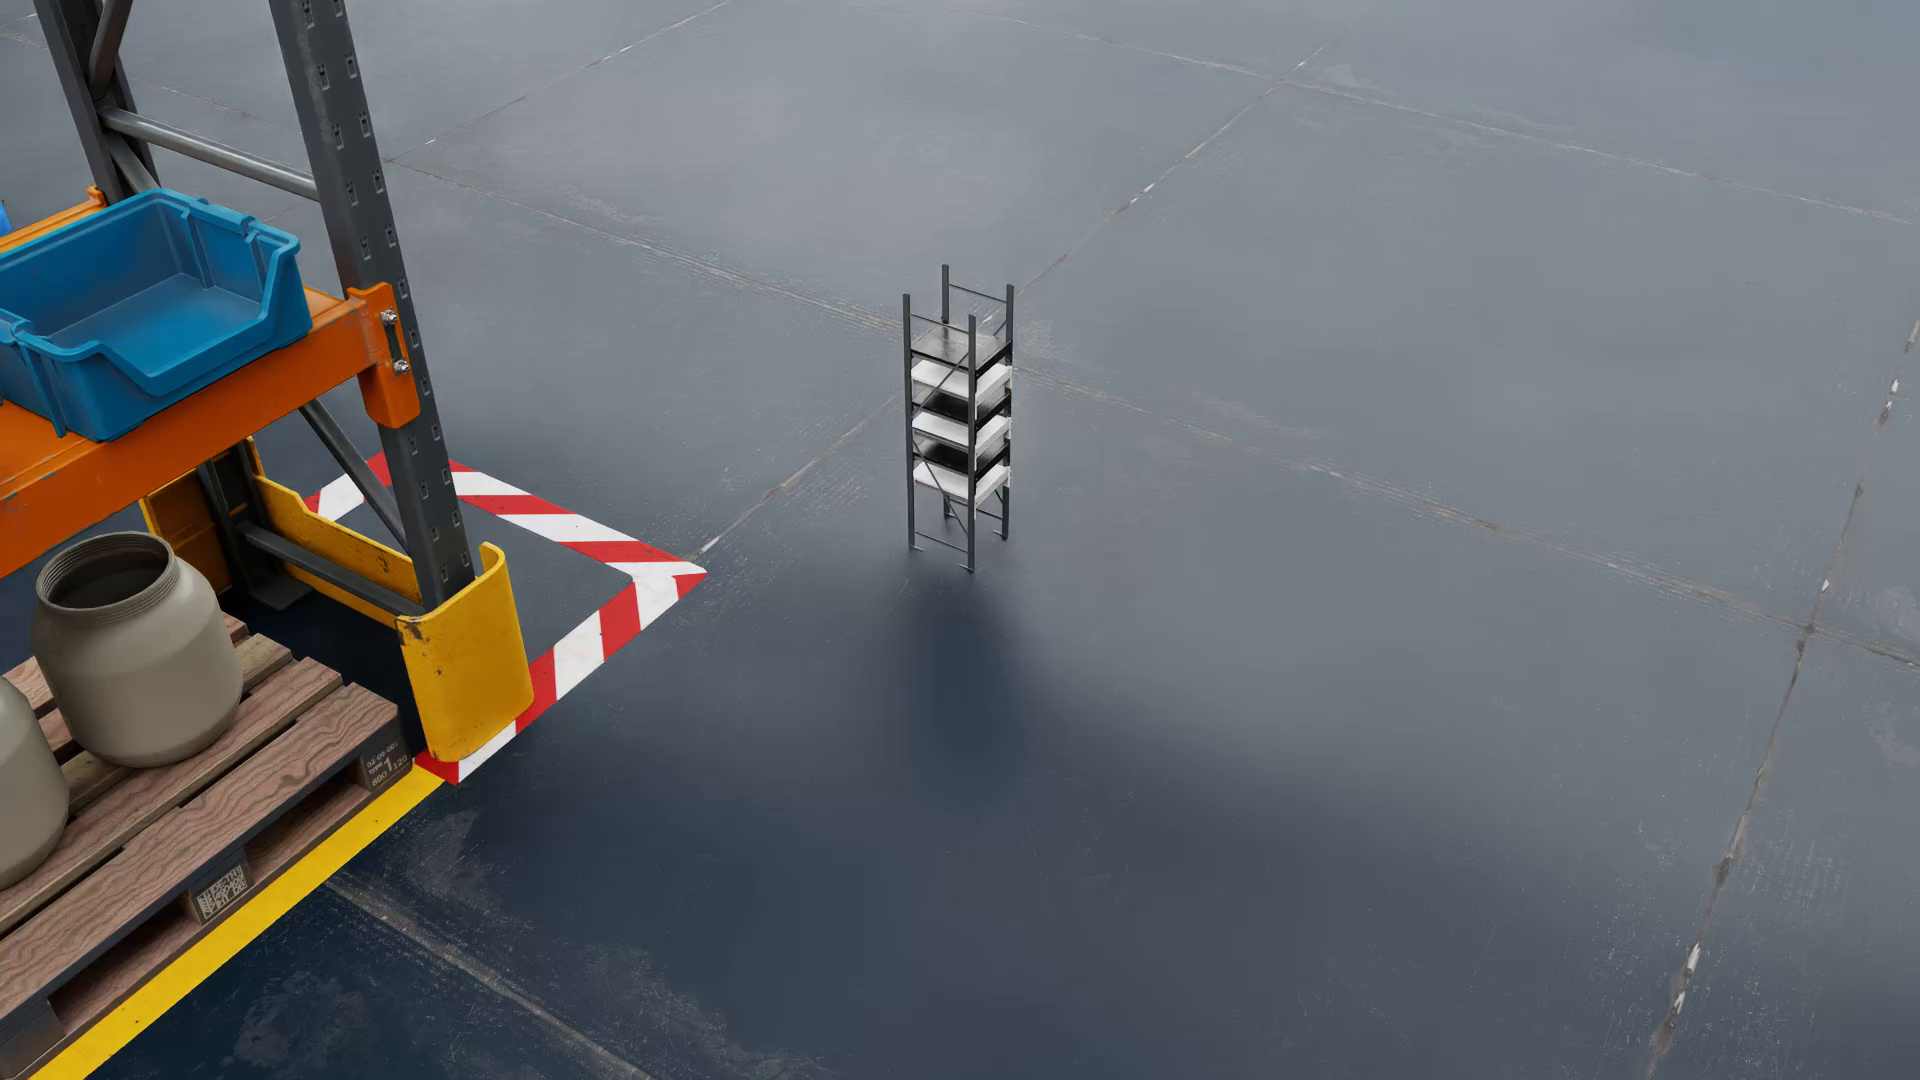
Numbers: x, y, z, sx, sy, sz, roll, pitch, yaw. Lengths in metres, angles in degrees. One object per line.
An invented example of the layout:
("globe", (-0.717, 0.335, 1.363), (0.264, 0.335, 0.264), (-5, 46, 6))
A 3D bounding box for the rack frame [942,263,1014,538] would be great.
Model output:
("rack frame", (0.050, -0.405, 5.038), (0.240, 0.900, 0.006), (21, 42, 25))

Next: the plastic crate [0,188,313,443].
("plastic crate", (-1.771, -0.493, 3.555), (0.499, 0.251, 0.616), (21, 42, 25))

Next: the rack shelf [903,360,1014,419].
("rack shelf", (-0.004, -0.468, 4.880), (0.258, 0.077, 0.200), (21, 42, 25))

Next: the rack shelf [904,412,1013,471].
("rack shelf", (-0.004, -0.326, 4.990), (0.258, 0.077, 0.200), (21, 42, 25))

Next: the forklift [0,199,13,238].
("forklift", (-4.338, -1.055, 4.218), (1.130, 2.935, 3.031), (22, 43, 26))

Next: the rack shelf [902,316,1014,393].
("rack shelf", (-0.004, -0.540, 4.825), (0.258, 0.077, 0.200), (21, 42, 25))

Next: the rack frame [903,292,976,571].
("rack frame", (-0.059, -0.300, 4.902), (0.240, 0.900, 0.006), (21, 42, 25))

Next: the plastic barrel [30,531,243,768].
("plastic barrel", (-2.043, 0.275, 4.130), (0.421, 0.512, 0.421), (0, 38, 0))

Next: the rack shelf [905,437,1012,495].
("rack shelf", (-0.004, -0.255, 5.045), (0.258, 0.077, 0.200), (21, 42, 25))

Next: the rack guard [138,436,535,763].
("rack guard", (-1.756, 0.136, 4.664), (1.175, 0.500, 0.348), (21, 42, 25))

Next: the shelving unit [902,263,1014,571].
("shelving unit", (-0.004, -0.352, 4.970), (0.258, 0.900, 0.210), (21, 42, 25))

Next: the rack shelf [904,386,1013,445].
("rack shelf", (-0.004, -0.397, 4.935), (0.258, 0.077, 0.200), (21, 42, 25))

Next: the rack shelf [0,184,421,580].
("rack shelf", (-2.827, 0.408, 2.853), (1.077, 0.370, 4.000), (21, 42, 25))

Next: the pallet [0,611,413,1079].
("pallet", (-2.196, 0.668, 4.211), (1.003, 0.211, 1.213), (21, 42, 25))

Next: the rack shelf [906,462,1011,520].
("rack shelf", (-0.004, -0.183, 5.100), (0.258, 0.077, 0.200), (21, 42, 25))

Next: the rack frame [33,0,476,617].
("rack frame", (-1.755, -0.908, 3.971), (1.000, 3.000, 0.127), (21, 42, 25))

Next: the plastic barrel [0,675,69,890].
("plastic barrel", (-2.312, 0.533, 3.795), (0.421, 0.512, 0.421), (0, 38, 0))
